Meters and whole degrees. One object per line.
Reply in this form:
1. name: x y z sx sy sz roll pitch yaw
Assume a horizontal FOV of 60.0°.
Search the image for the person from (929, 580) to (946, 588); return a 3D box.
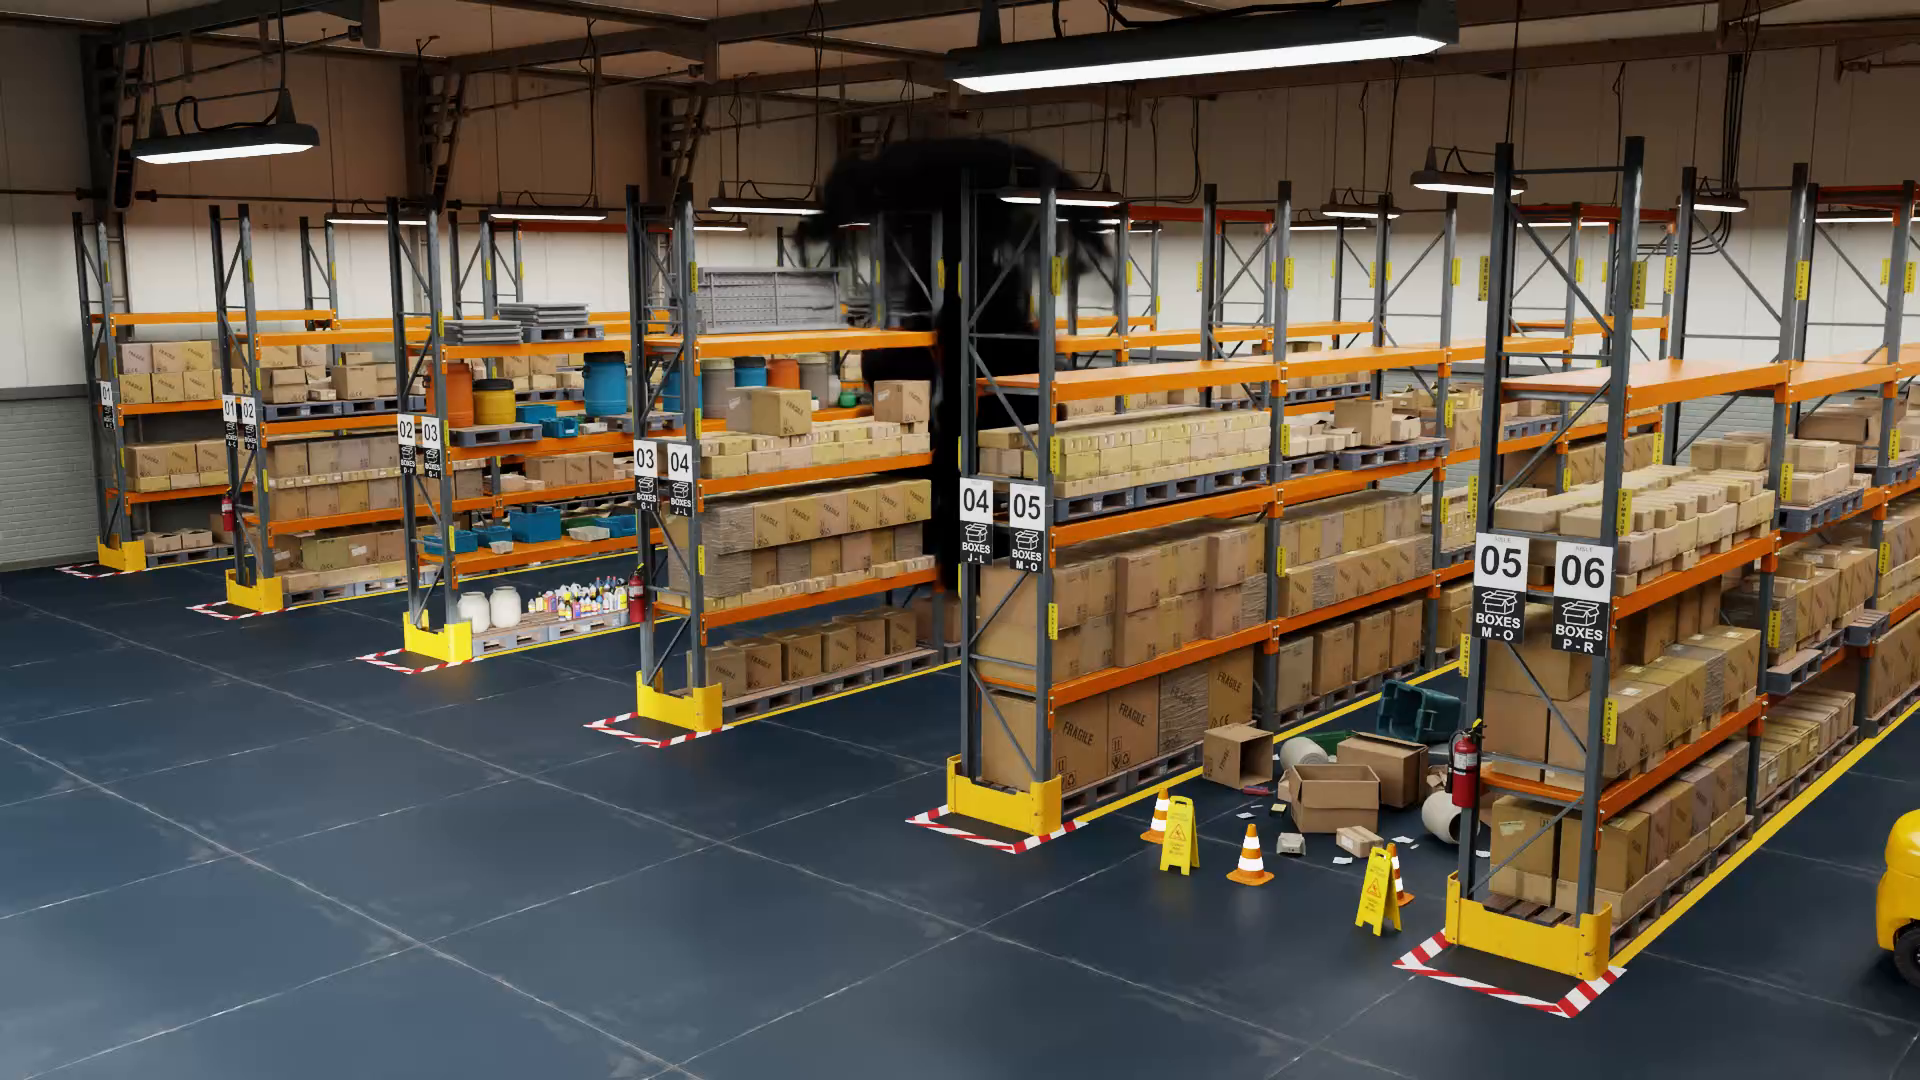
1. person: -0.105 -0.177 25.588 0.643 1.730 0.997 7 12 38
